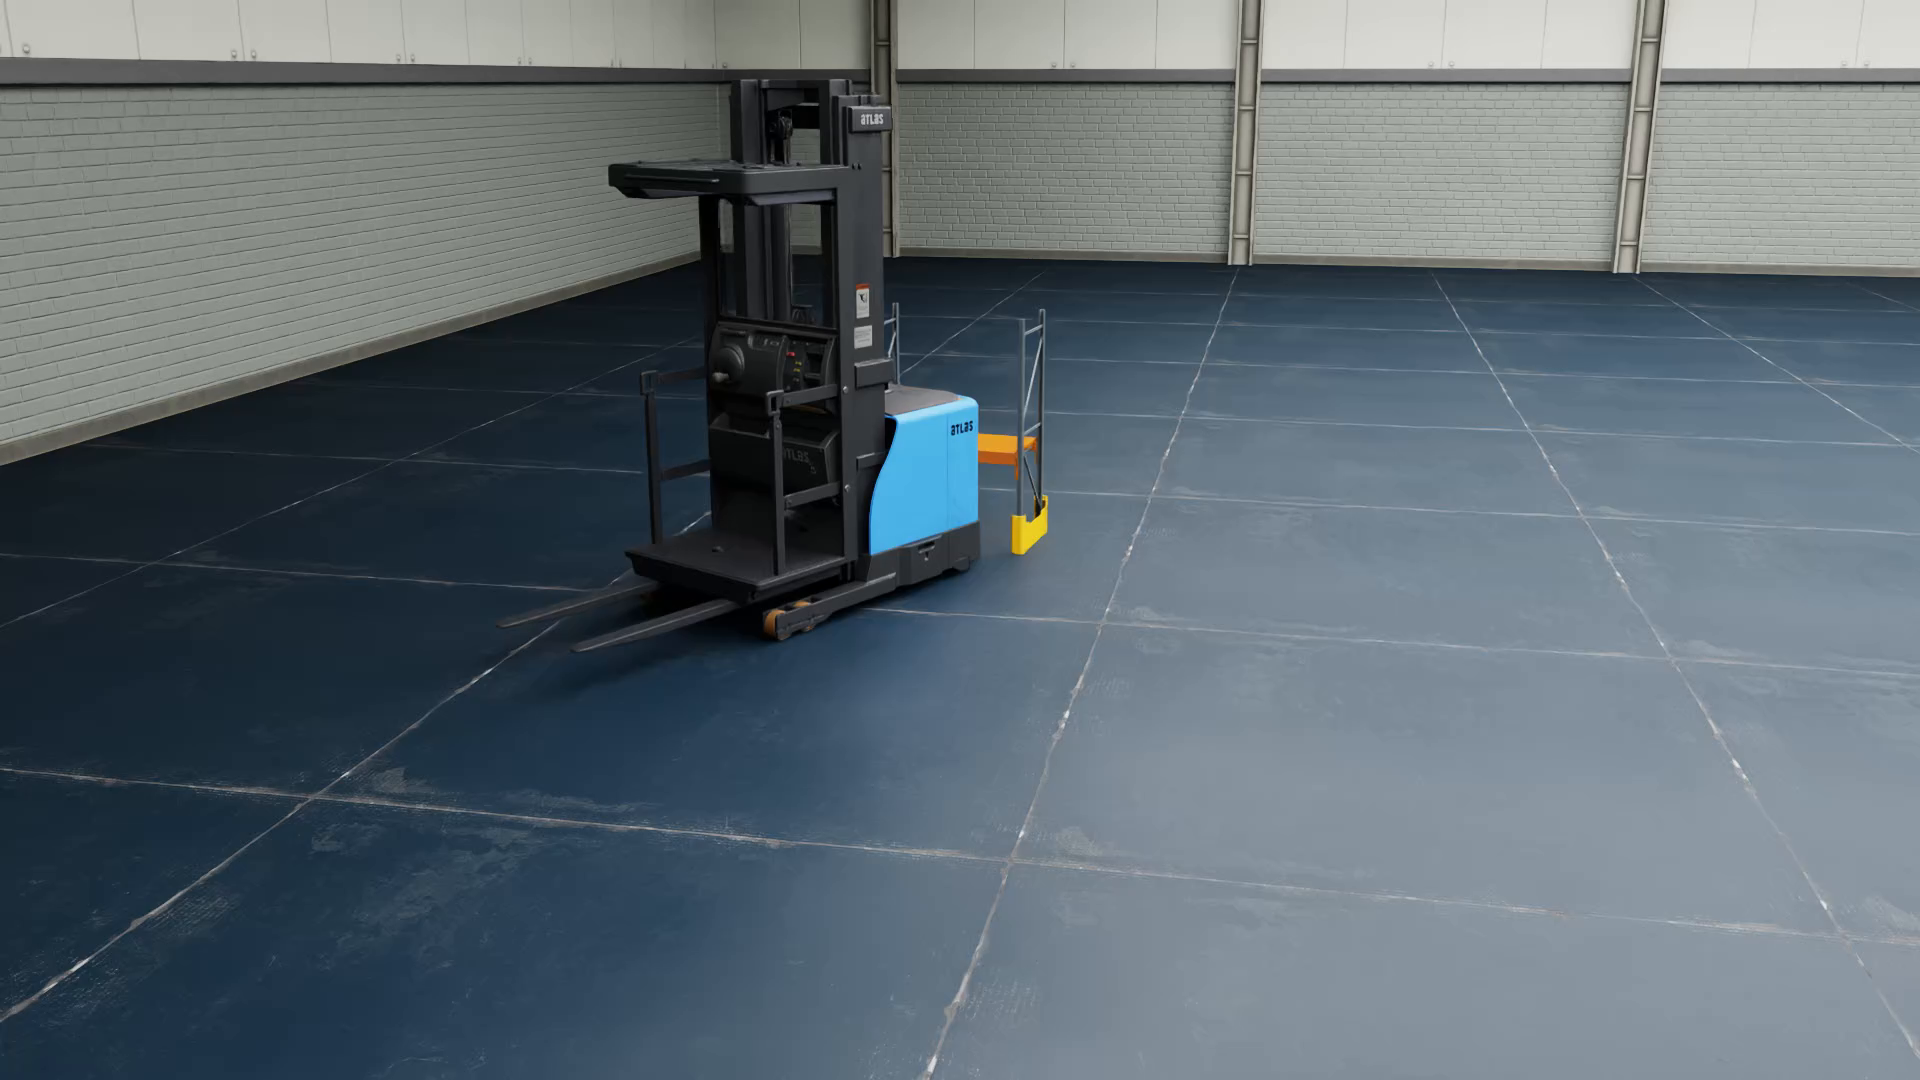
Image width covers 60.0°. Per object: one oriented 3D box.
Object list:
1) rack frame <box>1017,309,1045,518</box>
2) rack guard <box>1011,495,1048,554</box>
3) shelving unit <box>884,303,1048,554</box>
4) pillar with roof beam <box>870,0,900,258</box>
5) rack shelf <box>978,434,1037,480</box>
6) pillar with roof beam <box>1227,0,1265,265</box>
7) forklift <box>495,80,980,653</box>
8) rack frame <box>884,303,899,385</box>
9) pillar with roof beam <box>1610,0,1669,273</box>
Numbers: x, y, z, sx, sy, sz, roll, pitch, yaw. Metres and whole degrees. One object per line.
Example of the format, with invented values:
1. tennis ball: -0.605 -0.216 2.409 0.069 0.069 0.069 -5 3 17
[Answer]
1. rack frame: 0.458 -0.708 10.738 0.032 1.500 0.500 5 16 18
2. rack guard: 0.457 -0.106 10.905 0.087 0.250 0.587 5 16 18
3. shelving unit: -0.014 -0.751 10.894 1.083 1.500 0.587 5 16 18
4. pillar with roof beam: -2.118 -8.081 23.308 0.400 9.000 9.100 3 16 11
5. rack shelf: -0.023 -0.579 10.945 1.000 0.185 0.538 5 16 18
6. pillar with roof beam: 3.761 -7.762 22.156 0.400 9.000 9.100 3 16 11
7. forklift: -1.192 -1.018 9.178 1.130 2.935 3.031 12 20 37
8. rack frame: -0.503 -0.796 11.056 0.032 1.500 0.500 5 16 18
9. pillar with roof beam: 9.641 -7.443 21.004 0.400 9.000 9.100 3 16 11
